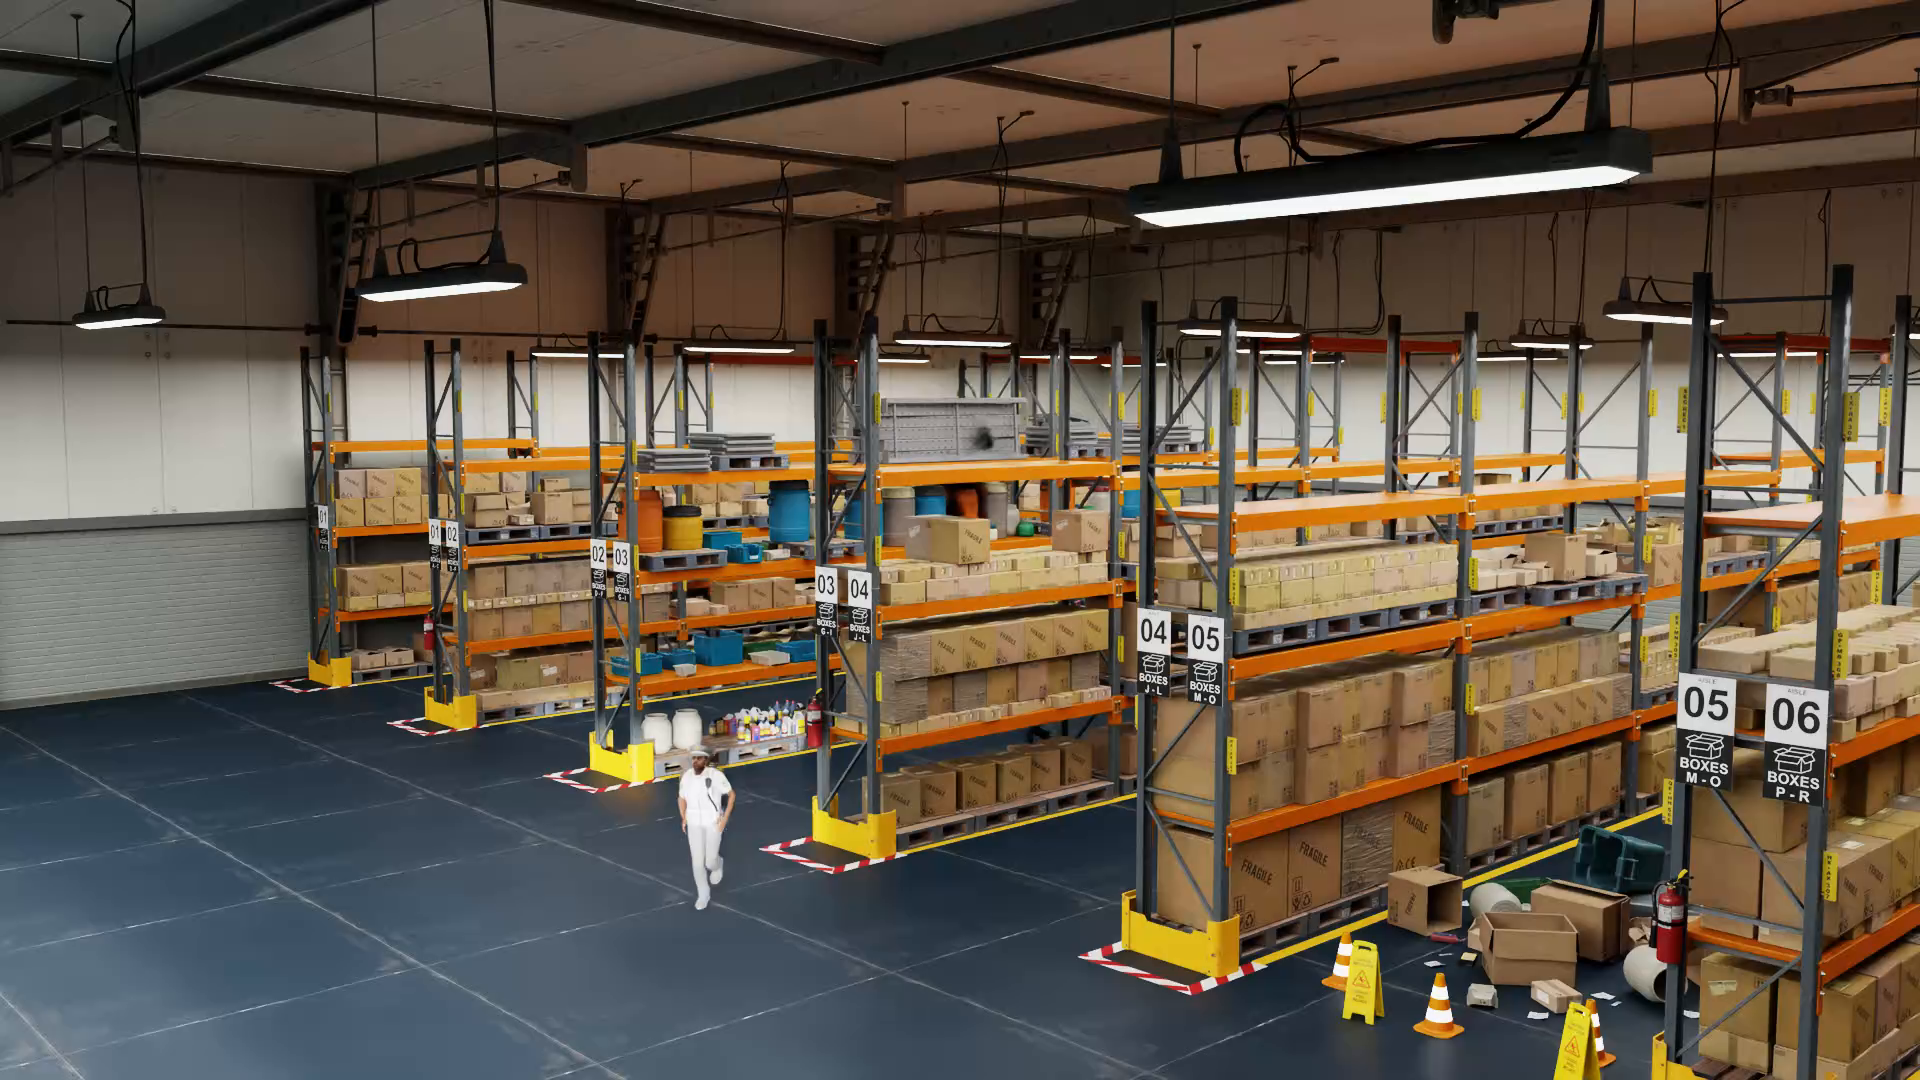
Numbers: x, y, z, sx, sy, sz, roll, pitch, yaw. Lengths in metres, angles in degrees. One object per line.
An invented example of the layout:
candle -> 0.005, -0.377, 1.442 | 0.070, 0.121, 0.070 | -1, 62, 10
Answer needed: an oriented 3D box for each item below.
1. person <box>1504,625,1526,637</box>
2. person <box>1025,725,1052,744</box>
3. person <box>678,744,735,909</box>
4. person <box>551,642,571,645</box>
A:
person -> 8.586, 2.056, 25.502 | 0.889, 1.754, 0.610 | -5, 7, -43
person -> 1.042, 2.323, 23.239 | 0.538, 1.590, 0.847 | 4, 7, 40
person -> -2.570, 2.868, 16.868 | 0.585, 1.686, 0.608 | 1, 5, 9
person -> -7.041, 1.664, 29.483 | 0.923, 1.798, 0.653 | -5, 7, -44
